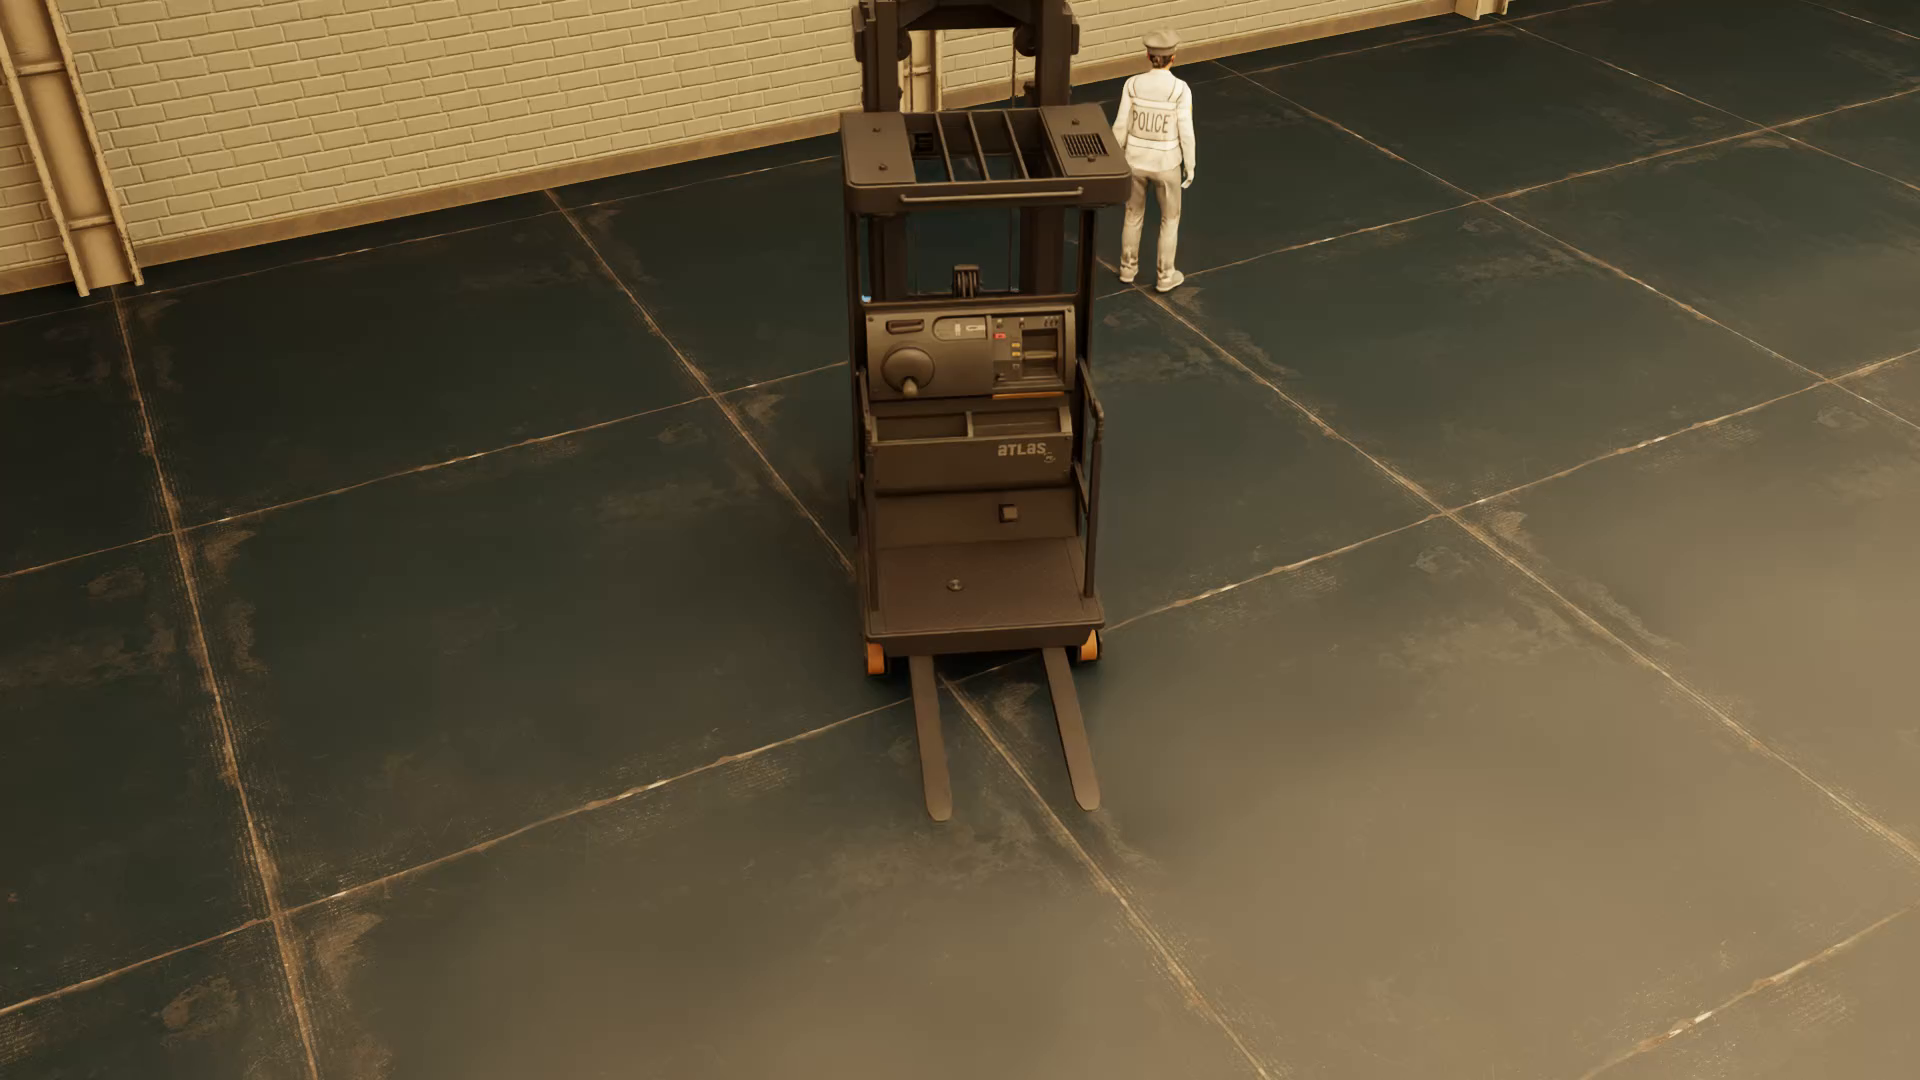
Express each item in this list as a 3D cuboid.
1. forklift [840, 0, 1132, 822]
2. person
[{"bbox_3d":[0.074,-0.775,7.219,1.130,2.935,3.031,-3,35,-5],"label":"forklift"},{"bbox_3d":[1.240,-2.400,10.627,0.534,1.667,0.380,14,38,19],"label":"person"}]
